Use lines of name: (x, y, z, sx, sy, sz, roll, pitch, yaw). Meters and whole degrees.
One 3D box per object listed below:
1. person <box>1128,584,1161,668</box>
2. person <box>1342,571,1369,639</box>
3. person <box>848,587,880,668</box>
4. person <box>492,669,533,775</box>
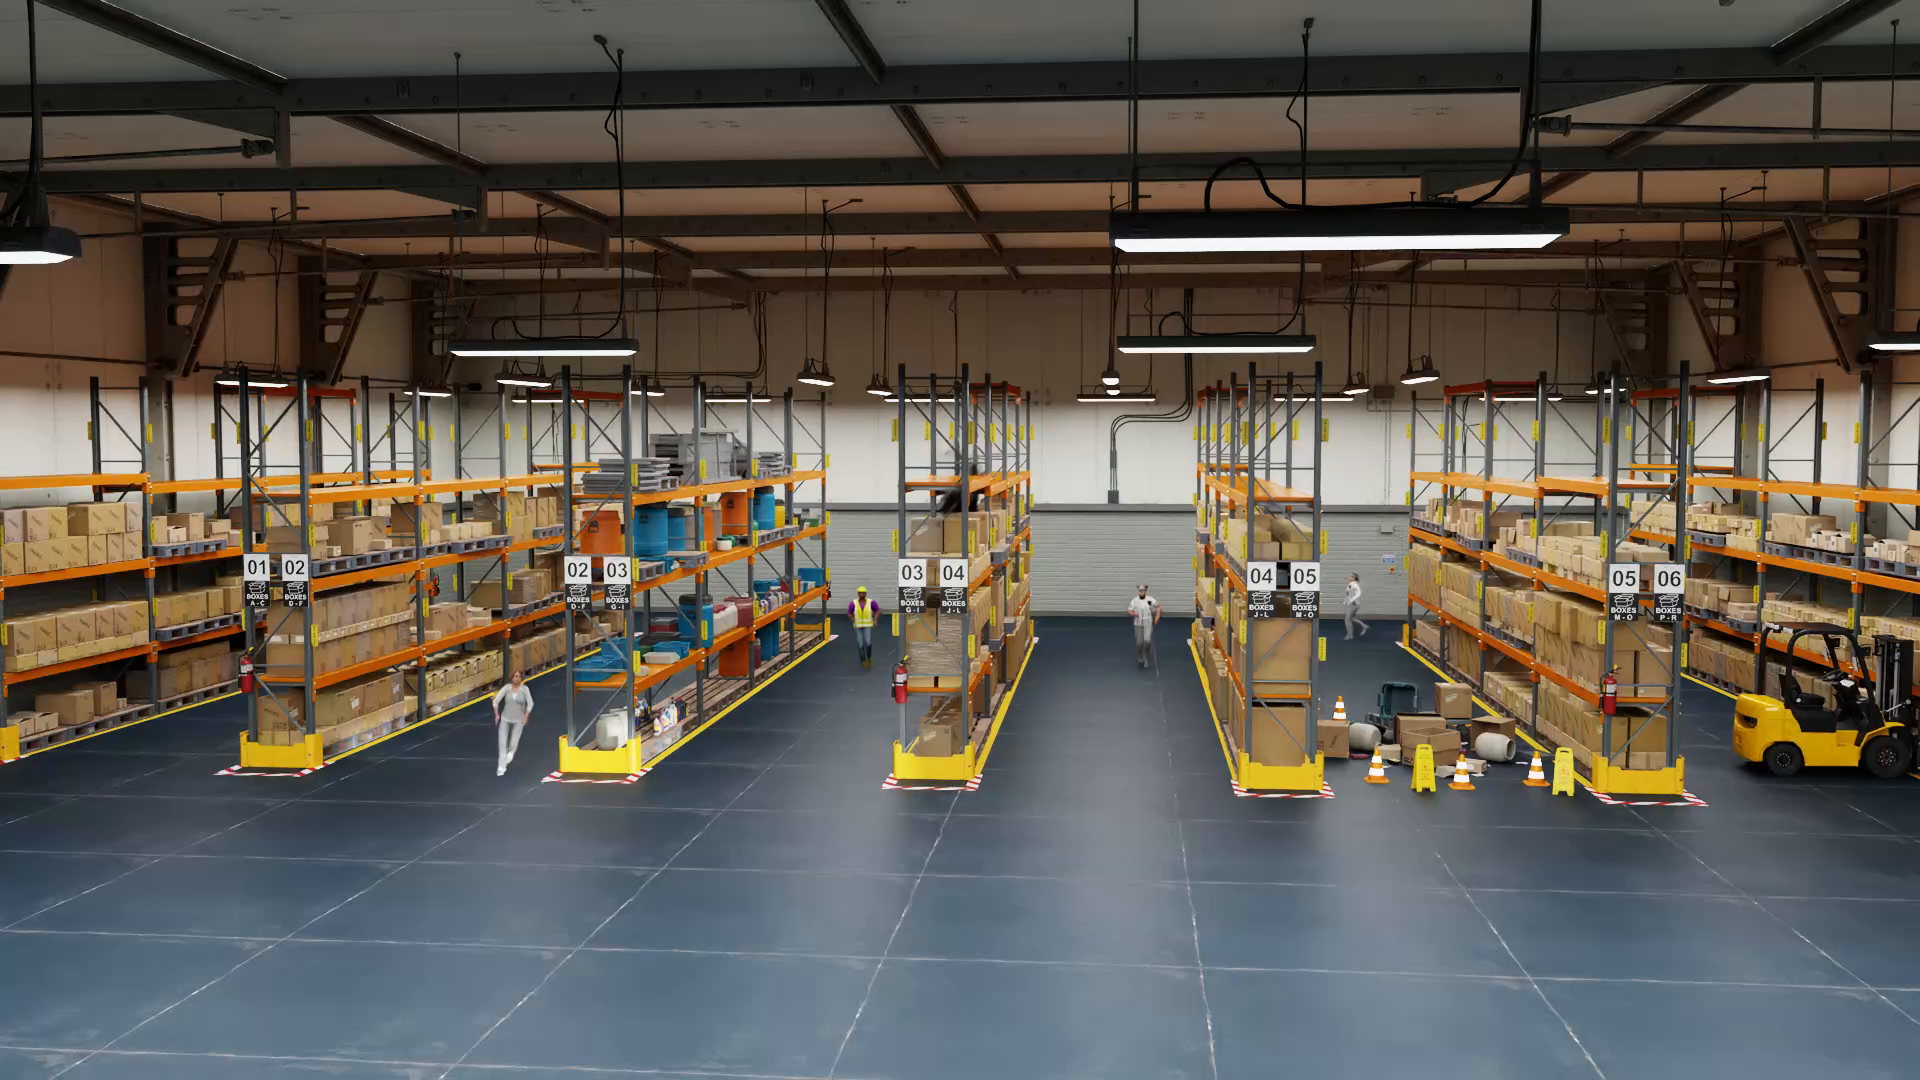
person: (3.949, 1.853, 35.738, 0.670, 1.827, 0.767, 1, 4, 13)
person: (9.632, 1.584, 40.443, 0.649, 1.685, 0.644, 0, 4, 6)
person: (-2.057, 1.861, 35.333, 0.672, 1.746, 0.657, 0, 4, 1)
person: (-6.600, 2.672, 24.552, 0.582, 1.544, 0.509, -1, 4, -11)
